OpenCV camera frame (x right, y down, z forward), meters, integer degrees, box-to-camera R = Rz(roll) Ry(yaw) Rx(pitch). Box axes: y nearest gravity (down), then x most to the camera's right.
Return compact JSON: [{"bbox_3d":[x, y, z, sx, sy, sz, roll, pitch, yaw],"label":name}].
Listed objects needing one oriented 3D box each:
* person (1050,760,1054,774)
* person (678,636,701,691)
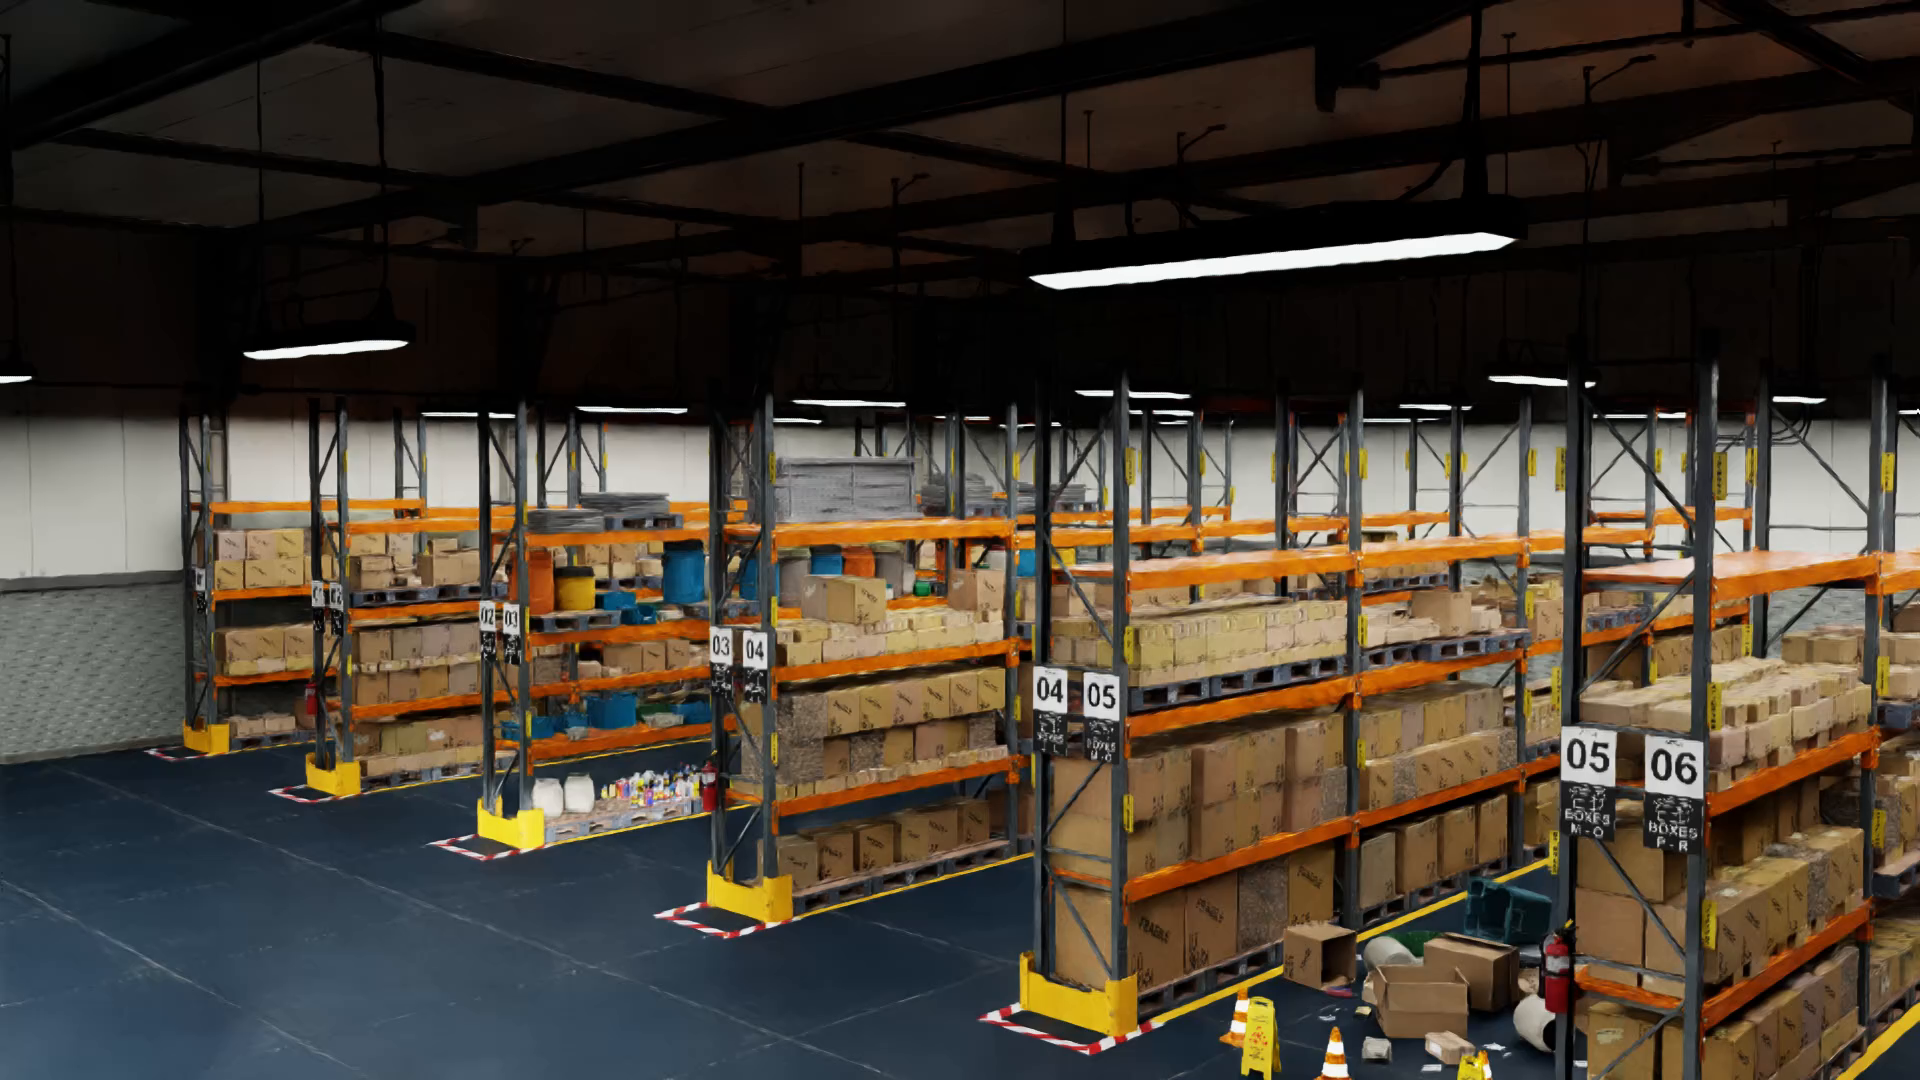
[{"bbox_3d":[1.492,2.990,24.917,0.677,1.742,0.552,3,4,42],"label":"person"},{"bbox_3d":[-5.342,2.644,32.446,1.086,1.587,0.495,-3,4,-44],"label":"person"}]
